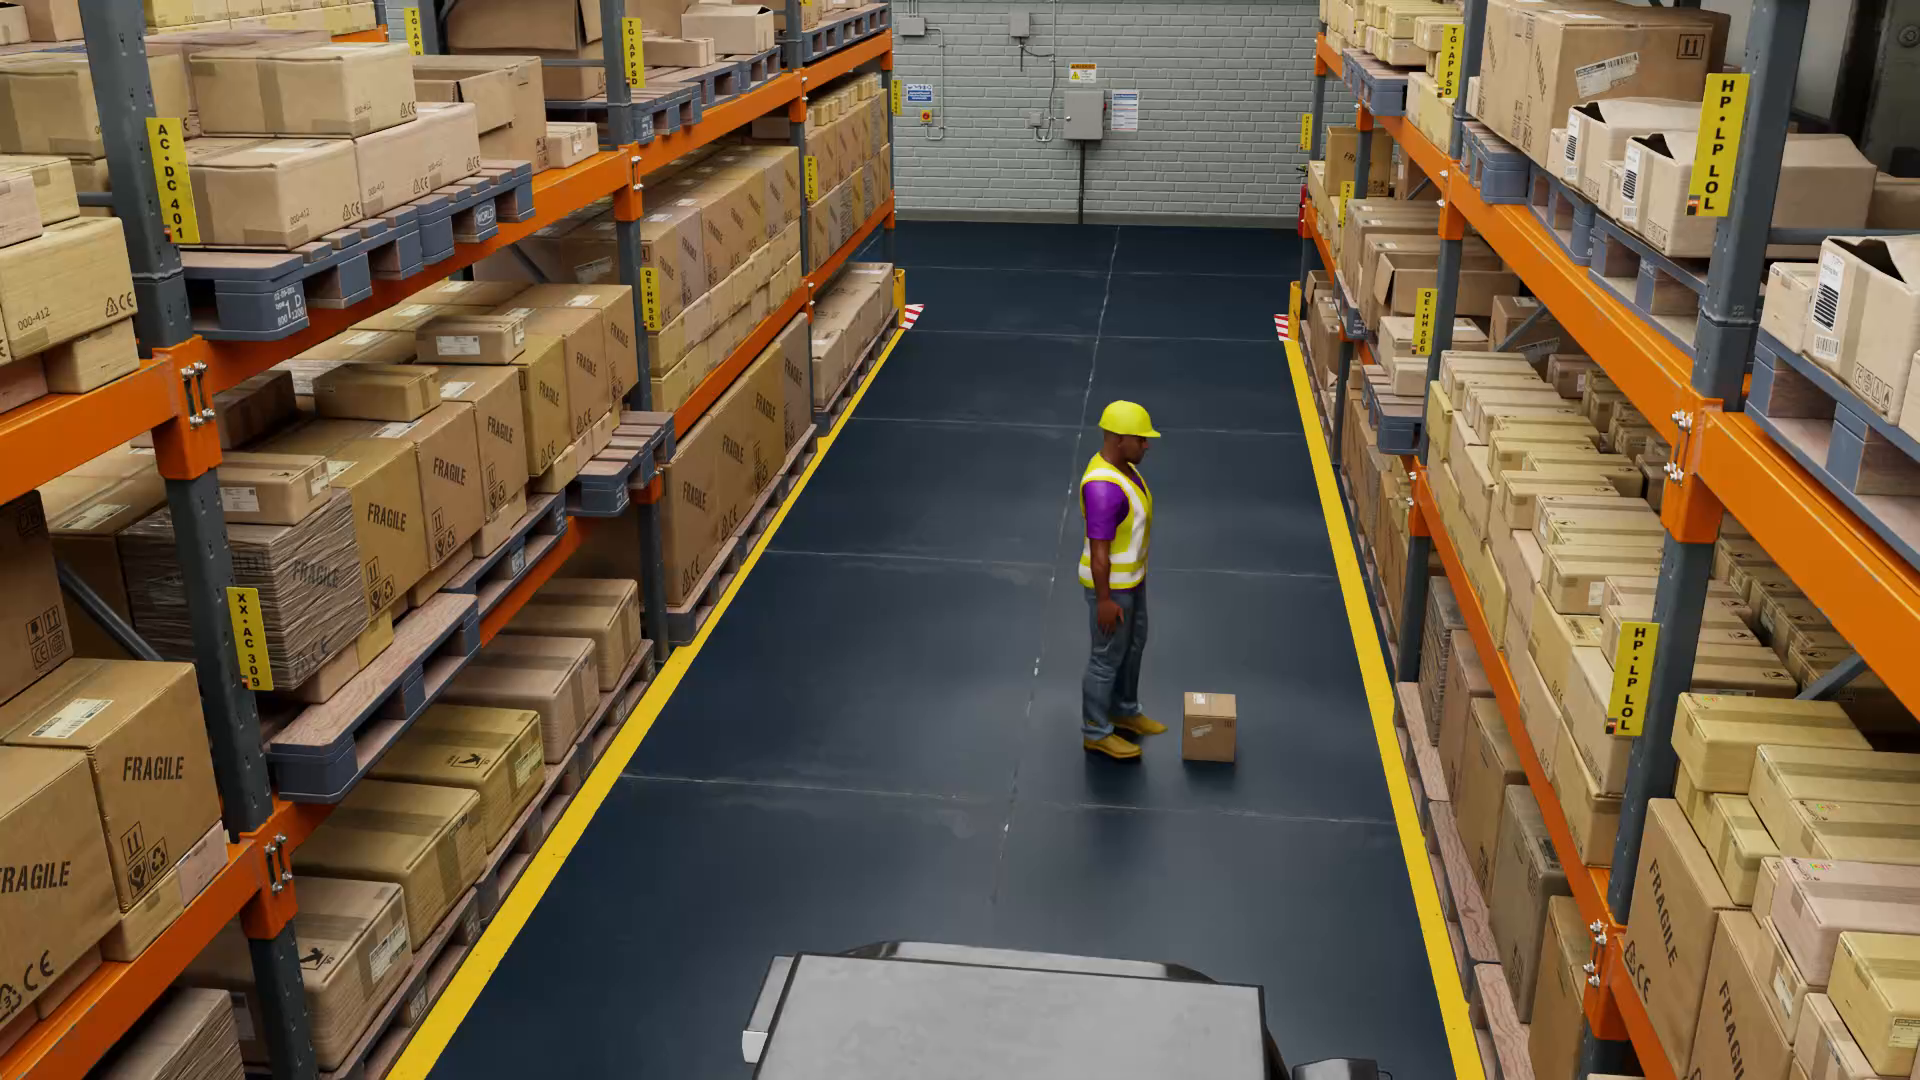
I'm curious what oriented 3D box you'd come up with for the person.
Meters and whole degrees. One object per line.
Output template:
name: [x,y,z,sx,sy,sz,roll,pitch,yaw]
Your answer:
person: [0.788,0.211,8.008,0.444,1.806,0.631,5,22,13]
